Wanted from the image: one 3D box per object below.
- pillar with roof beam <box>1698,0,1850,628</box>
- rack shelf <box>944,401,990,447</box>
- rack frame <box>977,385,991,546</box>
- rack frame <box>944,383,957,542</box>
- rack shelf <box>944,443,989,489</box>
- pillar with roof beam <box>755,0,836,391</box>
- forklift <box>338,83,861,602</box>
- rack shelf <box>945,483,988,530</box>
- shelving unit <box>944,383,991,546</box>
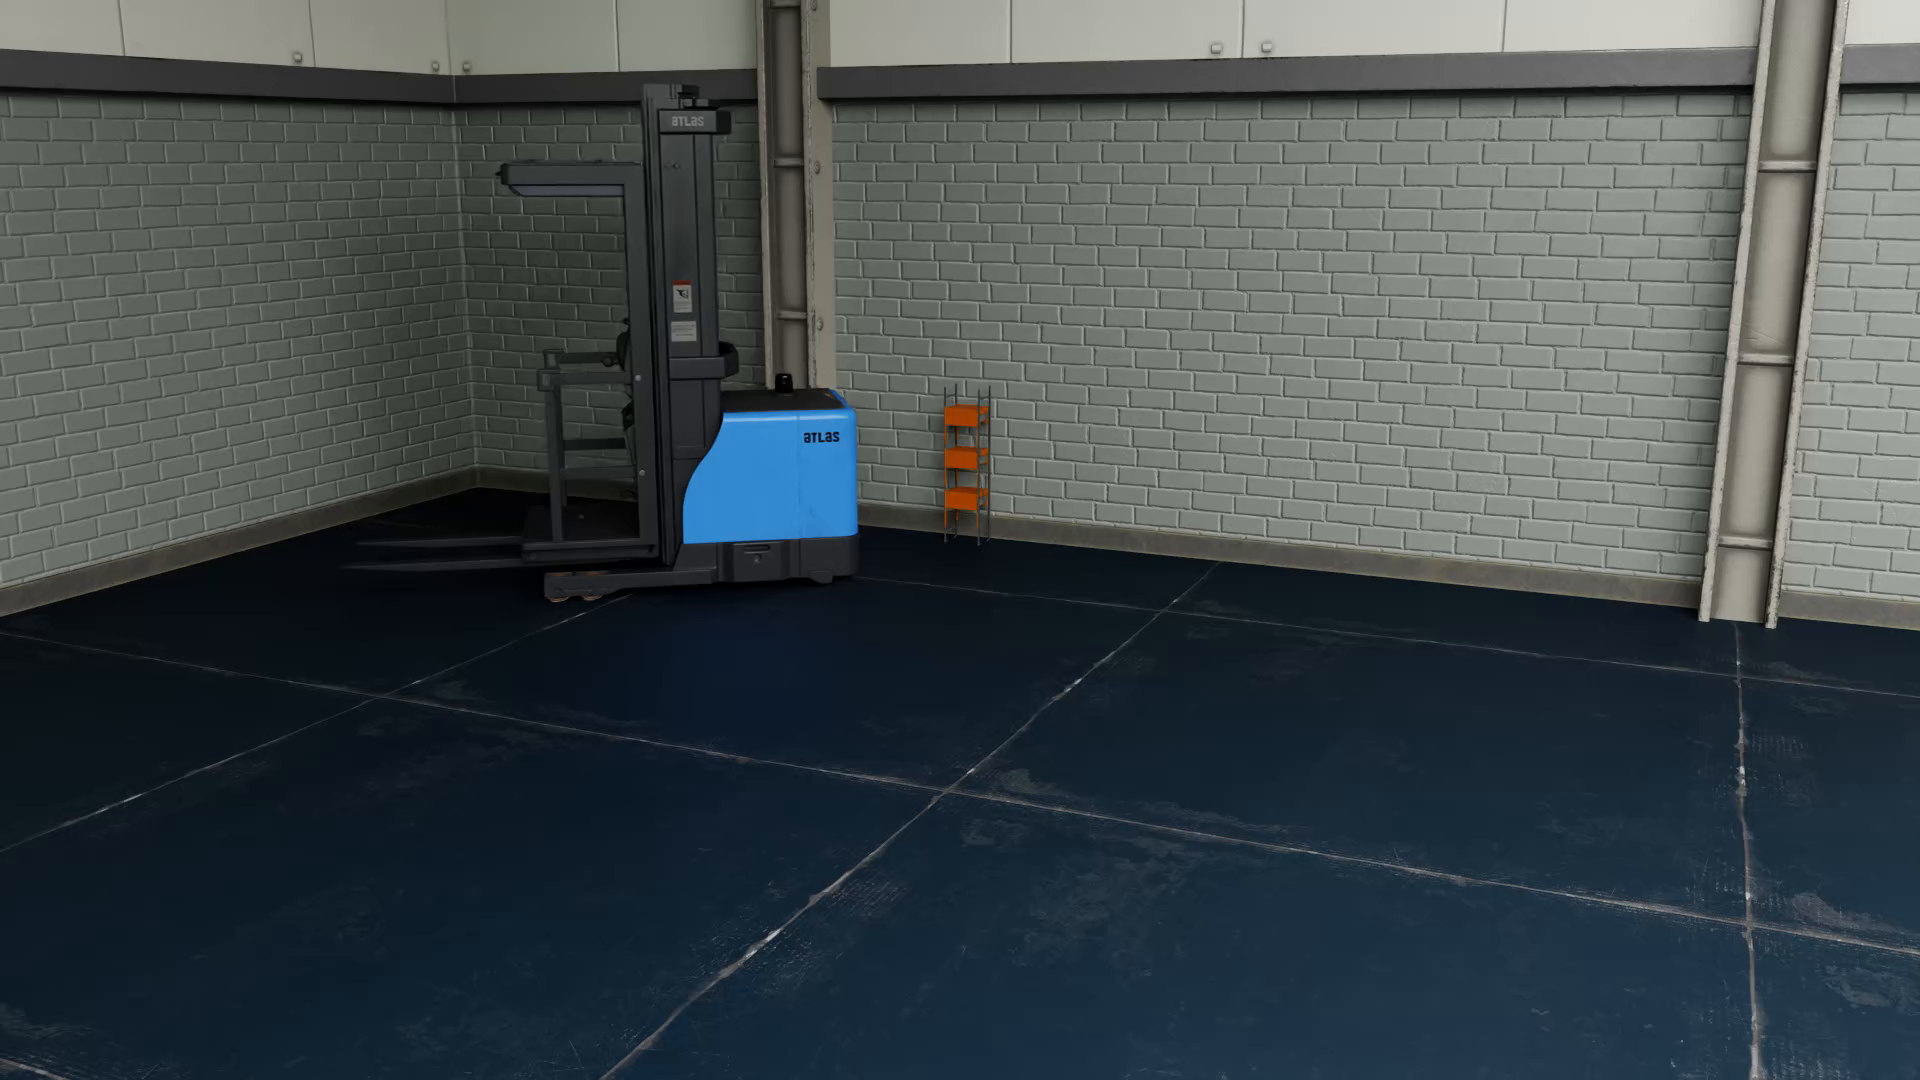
[{"bbox_3d":[2.639,-3.044,4.527,0.400,9.000,9.100,6,14,23],"label":"pillar with roof beam"},{"bbox_3d":[0.049,-0.772,11.051,0.240,0.259,0.215,6,14,23],"label":"rack shelf"},{"bbox_3d":[0.160,-0.495,11.066,0.008,1.050,0.200,6,14,23],"label":"rack frame"},{"bbox_3d":[-0.063,-0.517,11.162,0.008,1.050,0.200,6,14,23],"label":"rack frame"},{"bbox_3d":[0.049,-0.496,11.116,0.240,0.259,0.215,6,14,23],"label":"rack shelf"},{"bbox_3d":[-2.847,-3.599,6.893,0.400,9.000,9.100,6,14,23],"label":"pillar with roof beam"},{"bbox_3d":[-2.175,-1.195,9.931,3.031,2.935,1.130,-3,13,-11],"label":"forklift"},{"bbox_3d":[0.049,-0.225,11.180,0.240,0.259,0.215,6,14,23],"label":"rack shelf"},{"bbox_3d":[0.049,-0.506,11.114,0.252,1.050,0.215,6,14,23],"label":"shelving unit"}]
